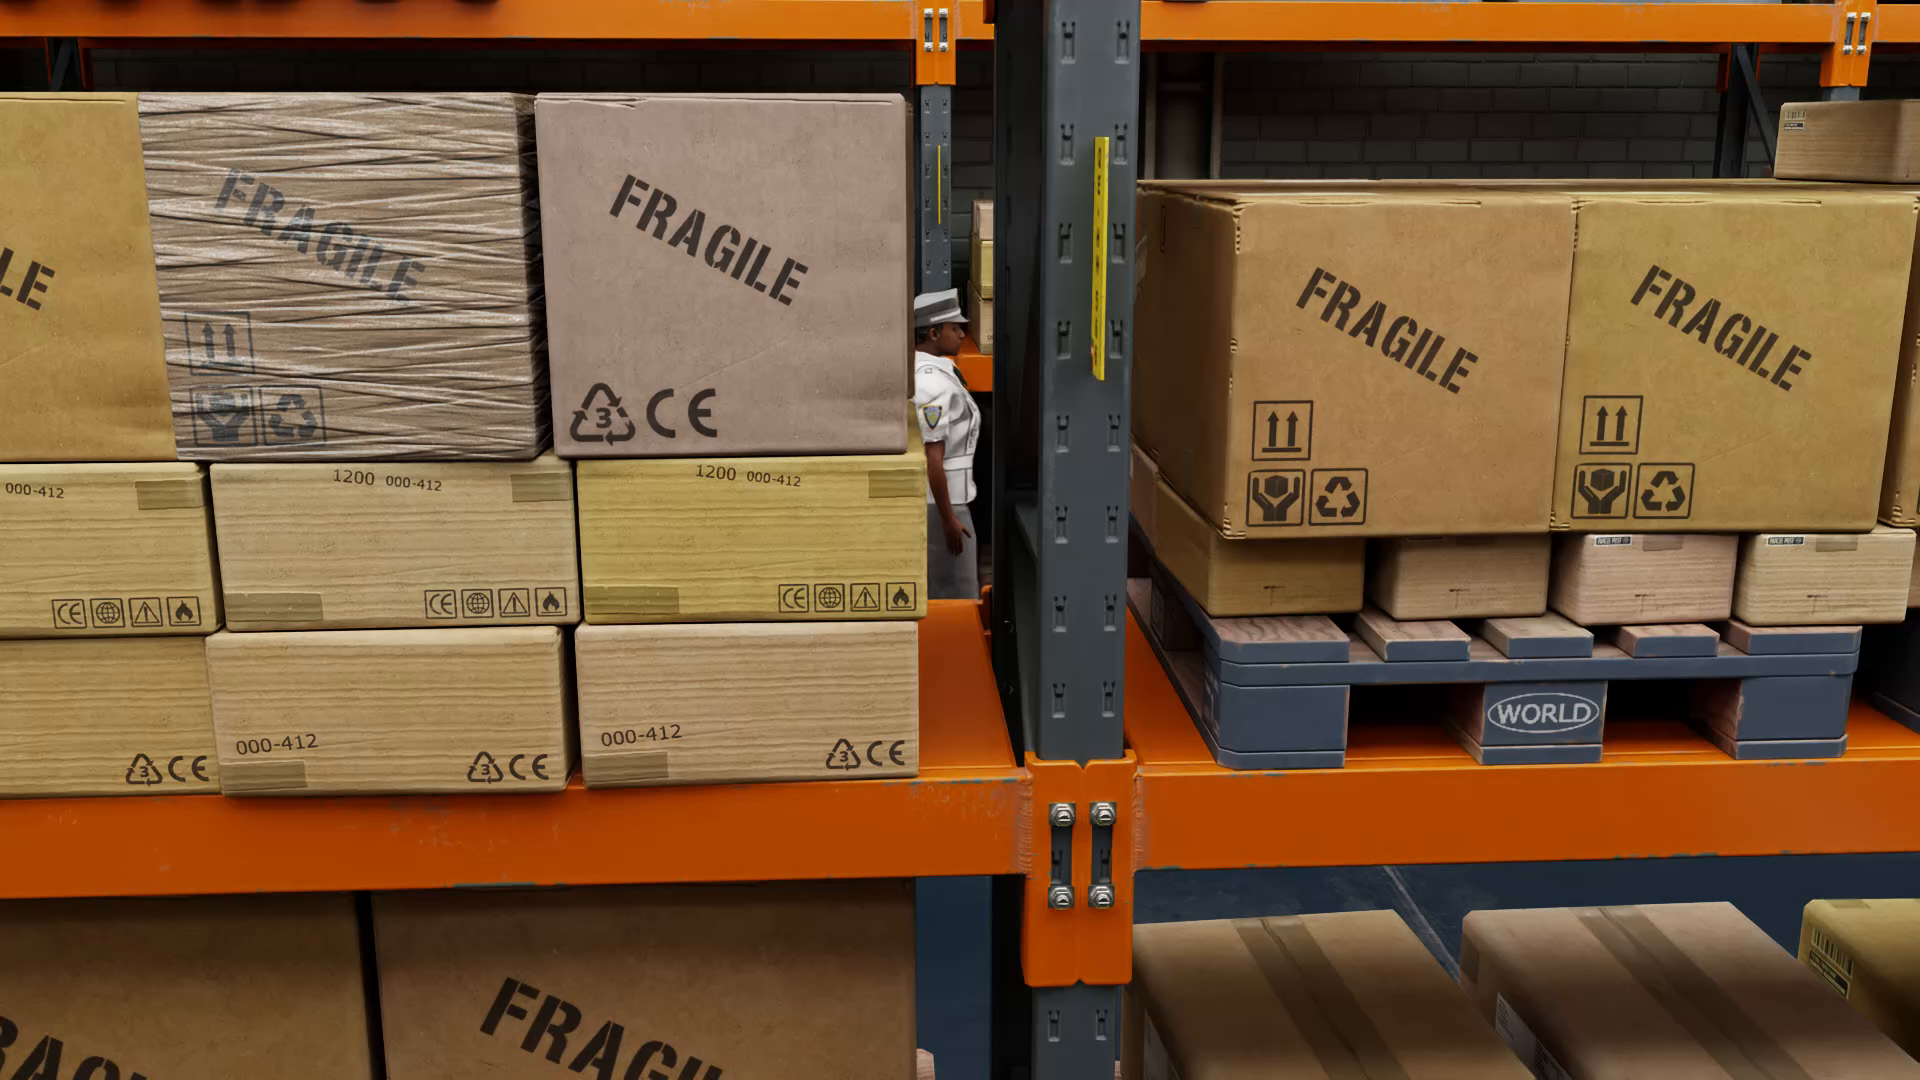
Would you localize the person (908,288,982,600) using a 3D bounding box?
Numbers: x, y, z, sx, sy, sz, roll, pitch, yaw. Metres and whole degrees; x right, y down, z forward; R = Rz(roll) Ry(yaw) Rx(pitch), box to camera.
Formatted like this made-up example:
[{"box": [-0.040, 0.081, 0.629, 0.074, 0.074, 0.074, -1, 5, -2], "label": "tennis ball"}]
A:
[{"box": [-0.063, -0.129, 6.480, 0.630, 1.696, 0.460, -2, 14, -8], "label": "person"}]
